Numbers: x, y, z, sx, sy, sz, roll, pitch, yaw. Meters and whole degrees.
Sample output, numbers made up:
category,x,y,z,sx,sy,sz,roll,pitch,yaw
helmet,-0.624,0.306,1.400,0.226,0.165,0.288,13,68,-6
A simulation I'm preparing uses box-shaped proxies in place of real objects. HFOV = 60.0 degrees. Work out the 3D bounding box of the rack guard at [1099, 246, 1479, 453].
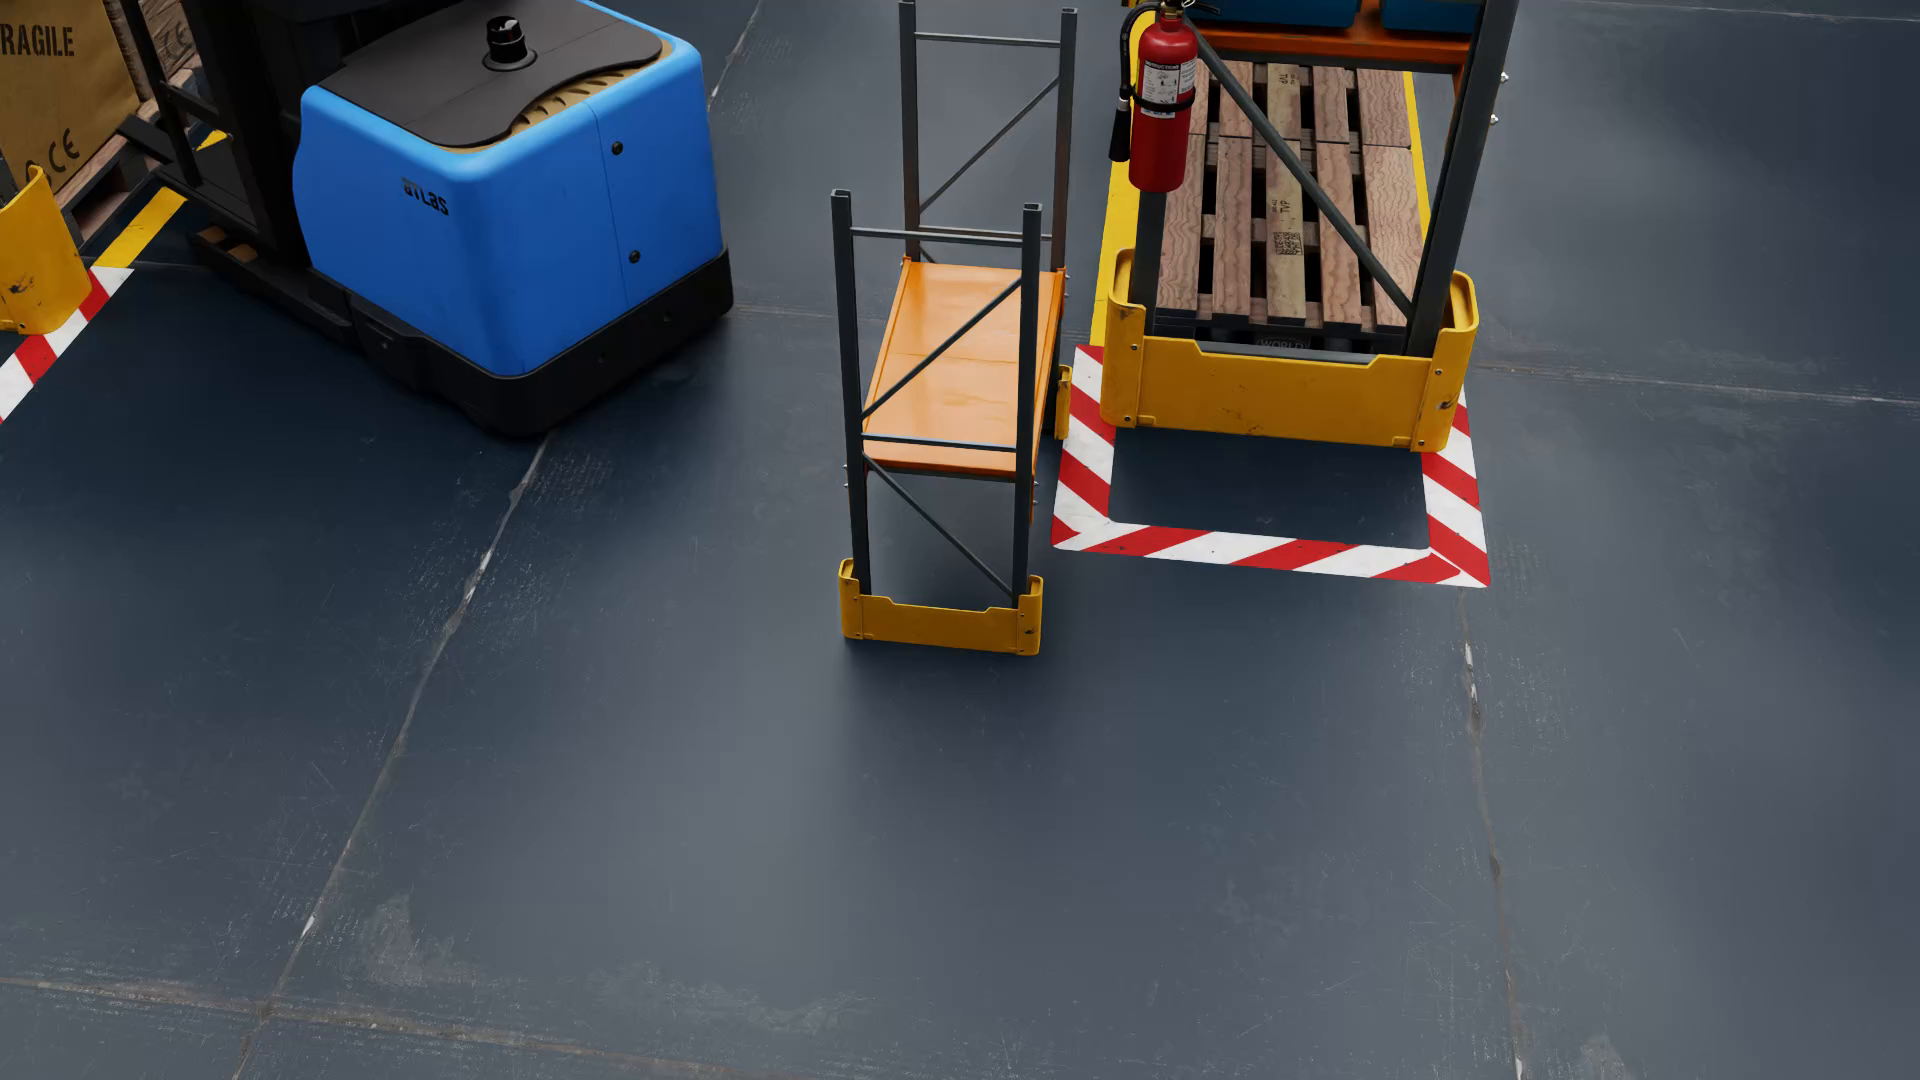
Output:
category,x,y,z,sx,sy,sz,roll,pitch,yaw
rack guard,1.073,-0.637,5.559,1.175,0.500,0.348,5,44,6

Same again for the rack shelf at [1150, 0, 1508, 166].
category,x,y,z,sx,sy,sz,roll,pitch,yaw
rack shelf,1.328,-2.664,6.405,1.077,0.370,4.000,5,44,6

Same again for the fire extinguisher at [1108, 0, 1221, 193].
category,x,y,z,sx,sy,sz,roll,pitch,yaw
fire extinguisher,0.593,-1.337,4.808,0.296,0.674,0.183,5,44,6

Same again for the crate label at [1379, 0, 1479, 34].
category,x,y,z,sx,sy,sz,roll,pitch,yaw
crate label,1.423,-1.661,4.901,0.416,0.233,0.303,5,44,6

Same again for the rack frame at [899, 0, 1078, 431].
category,x,y,z,sx,sy,sz,roll,pitch,yaw
rack frame,0.078,-0.949,5.162,0.500,1.500,0.032,5,44,6

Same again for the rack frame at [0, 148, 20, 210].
category,x,y,z,sx,sy,sz,roll,pitch,yaw
rack frame,-3.846,-2.012,5.194,1.000,3.000,0.127,5,44,6

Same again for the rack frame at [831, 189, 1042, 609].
category,x,y,z,sx,sy,sz,roll,pitch,yaw
rack frame,-0.056,-0.256,4.430,0.500,1.500,0.032,5,44,6

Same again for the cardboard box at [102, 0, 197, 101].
category,x,y,z,sx,sy,sz,roll,pitch,yaw
cardboard box,-3.720,-2.457,6.903,0.875,0.875,0.875,5,44,6

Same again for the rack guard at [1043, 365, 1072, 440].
category,x,y,z,sx,sy,sz,roll,pitch,yaw
rack guard,0.076,-0.482,5.577,0.587,0.250,0.087,5,44,6

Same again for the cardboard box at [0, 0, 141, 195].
category,x,y,z,sx,sy,sz,roll,pitch,yaw
cardboard box,-3.841,-1.837,6.248,0.875,0.875,0.875,5,44,6

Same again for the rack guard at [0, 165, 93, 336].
category,x,y,z,sx,sy,sz,roll,pitch,yaw
rack guard,-3.849,-1.088,6.036,1.175,0.500,0.348,5,44,6

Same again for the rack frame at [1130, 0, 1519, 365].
category,x,y,z,sx,sy,sz,roll,pitch,yaw
rack frame,1.064,-1.562,4.718,1.000,3.000,0.127,5,44,6

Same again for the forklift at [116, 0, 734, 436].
category,x,y,z,sx,sy,sz,roll,pitch,yaw
forklift,-2.290,-2.258,5.503,3.031,2.935,1.130,29,51,27

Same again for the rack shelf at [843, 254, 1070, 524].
category,x,y,z,sx,sy,sz,roll,pitch,yaw
rack shelf,0.011,-0.472,4.919,0.538,0.185,1.000,5,44,6

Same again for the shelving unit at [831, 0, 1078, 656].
category,x,y,z,sx,sy,sz,roll,pitch,yaw
shelving unit,0.010,-0.597,4.789,0.587,1.500,1.083,5,44,6

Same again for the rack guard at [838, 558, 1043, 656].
category,x,y,z,sx,sy,sz,roll,pitch,yaw
rack guard,-0.056,0.197,4.860,0.587,0.250,0.087,5,44,6

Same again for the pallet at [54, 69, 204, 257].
category,x,y,z,sx,sy,sz,roll,pitch,yaw
pallet,-3.818,-1.552,6.735,1.003,0.211,1.213,5,44,6

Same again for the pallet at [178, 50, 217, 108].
category,x,y,z,sx,sy,sz,roll,pitch,yaw
pallet,-3.654,-2.381,7.611,1.003,0.211,1.213,5,44,6

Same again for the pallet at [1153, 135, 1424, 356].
category,x,y,z,sx,sy,sz,roll,pitch,yaw
pallet,1.211,-1.108,6.267,1.003,0.211,1.213,5,44,6

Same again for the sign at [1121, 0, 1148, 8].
category,x,y,z,sx,sy,sz,roll,pitch,yaw
sign,0.516,-1.660,4.703,0.100,0.325,0.005,5,44,6

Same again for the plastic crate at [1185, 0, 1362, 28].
category,x,y,z,sx,sy,sz,roll,pitch,yaw
plastic crate,0.923,-1.842,4.944,0.616,0.435,0.499,5,44,6

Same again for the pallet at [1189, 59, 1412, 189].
category,x,y,z,sx,sy,sz,roll,pitch,yaw
pallet,1.375,-1.937,7.142,1.003,0.211,1.213,5,44,6
